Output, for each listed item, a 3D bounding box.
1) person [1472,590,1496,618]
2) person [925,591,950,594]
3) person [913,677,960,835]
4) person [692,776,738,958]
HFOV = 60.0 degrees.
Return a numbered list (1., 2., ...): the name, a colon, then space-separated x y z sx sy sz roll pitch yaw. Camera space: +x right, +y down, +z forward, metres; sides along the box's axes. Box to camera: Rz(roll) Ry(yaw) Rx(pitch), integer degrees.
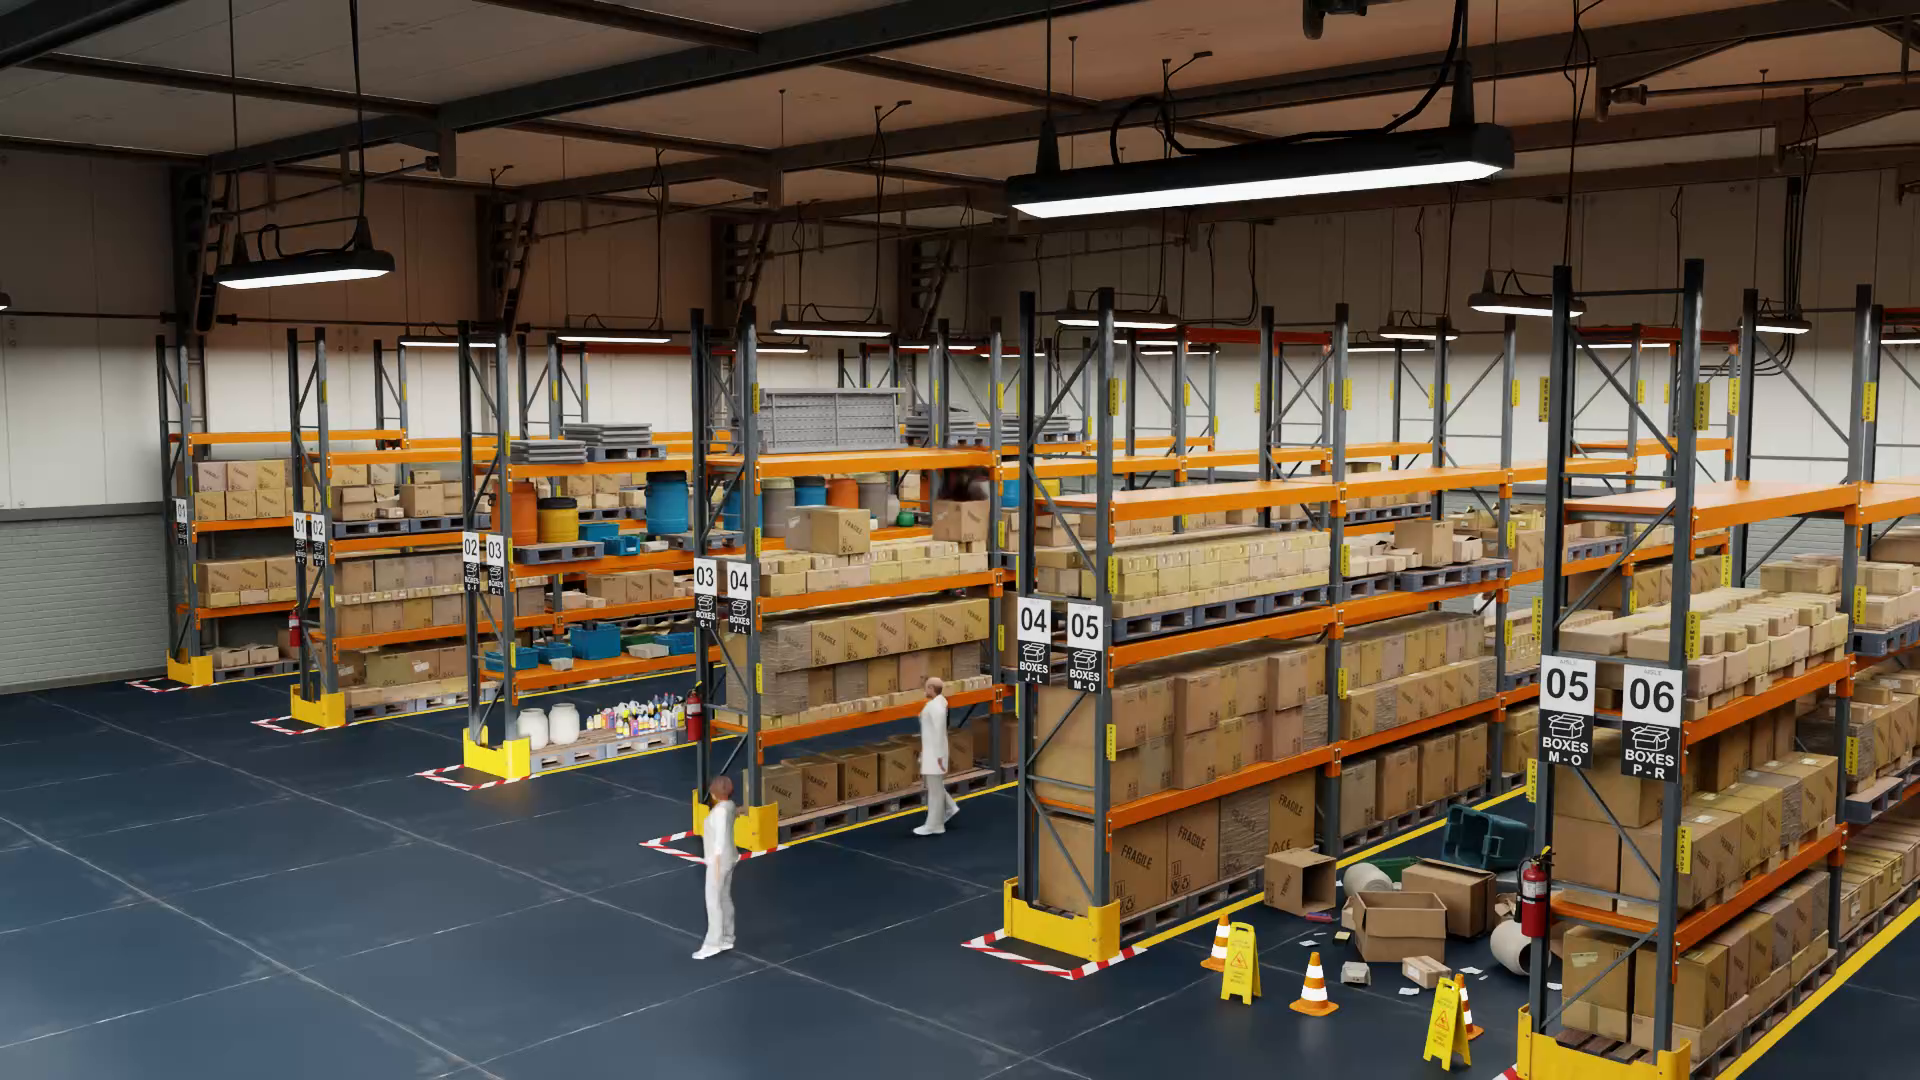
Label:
1. person: 9.257 1.572 29.297 0.643 1.769 0.953 5 7 41
2. person: -0.424 1.255 32.905 0.524 1.672 0.562 -4 6 -34
3. person: -0.264 2.469 19.189 0.509 1.787 0.630 0 5 4
4. person: -2.212 2.964 15.128 0.363 1.610 0.488 1 5 9
